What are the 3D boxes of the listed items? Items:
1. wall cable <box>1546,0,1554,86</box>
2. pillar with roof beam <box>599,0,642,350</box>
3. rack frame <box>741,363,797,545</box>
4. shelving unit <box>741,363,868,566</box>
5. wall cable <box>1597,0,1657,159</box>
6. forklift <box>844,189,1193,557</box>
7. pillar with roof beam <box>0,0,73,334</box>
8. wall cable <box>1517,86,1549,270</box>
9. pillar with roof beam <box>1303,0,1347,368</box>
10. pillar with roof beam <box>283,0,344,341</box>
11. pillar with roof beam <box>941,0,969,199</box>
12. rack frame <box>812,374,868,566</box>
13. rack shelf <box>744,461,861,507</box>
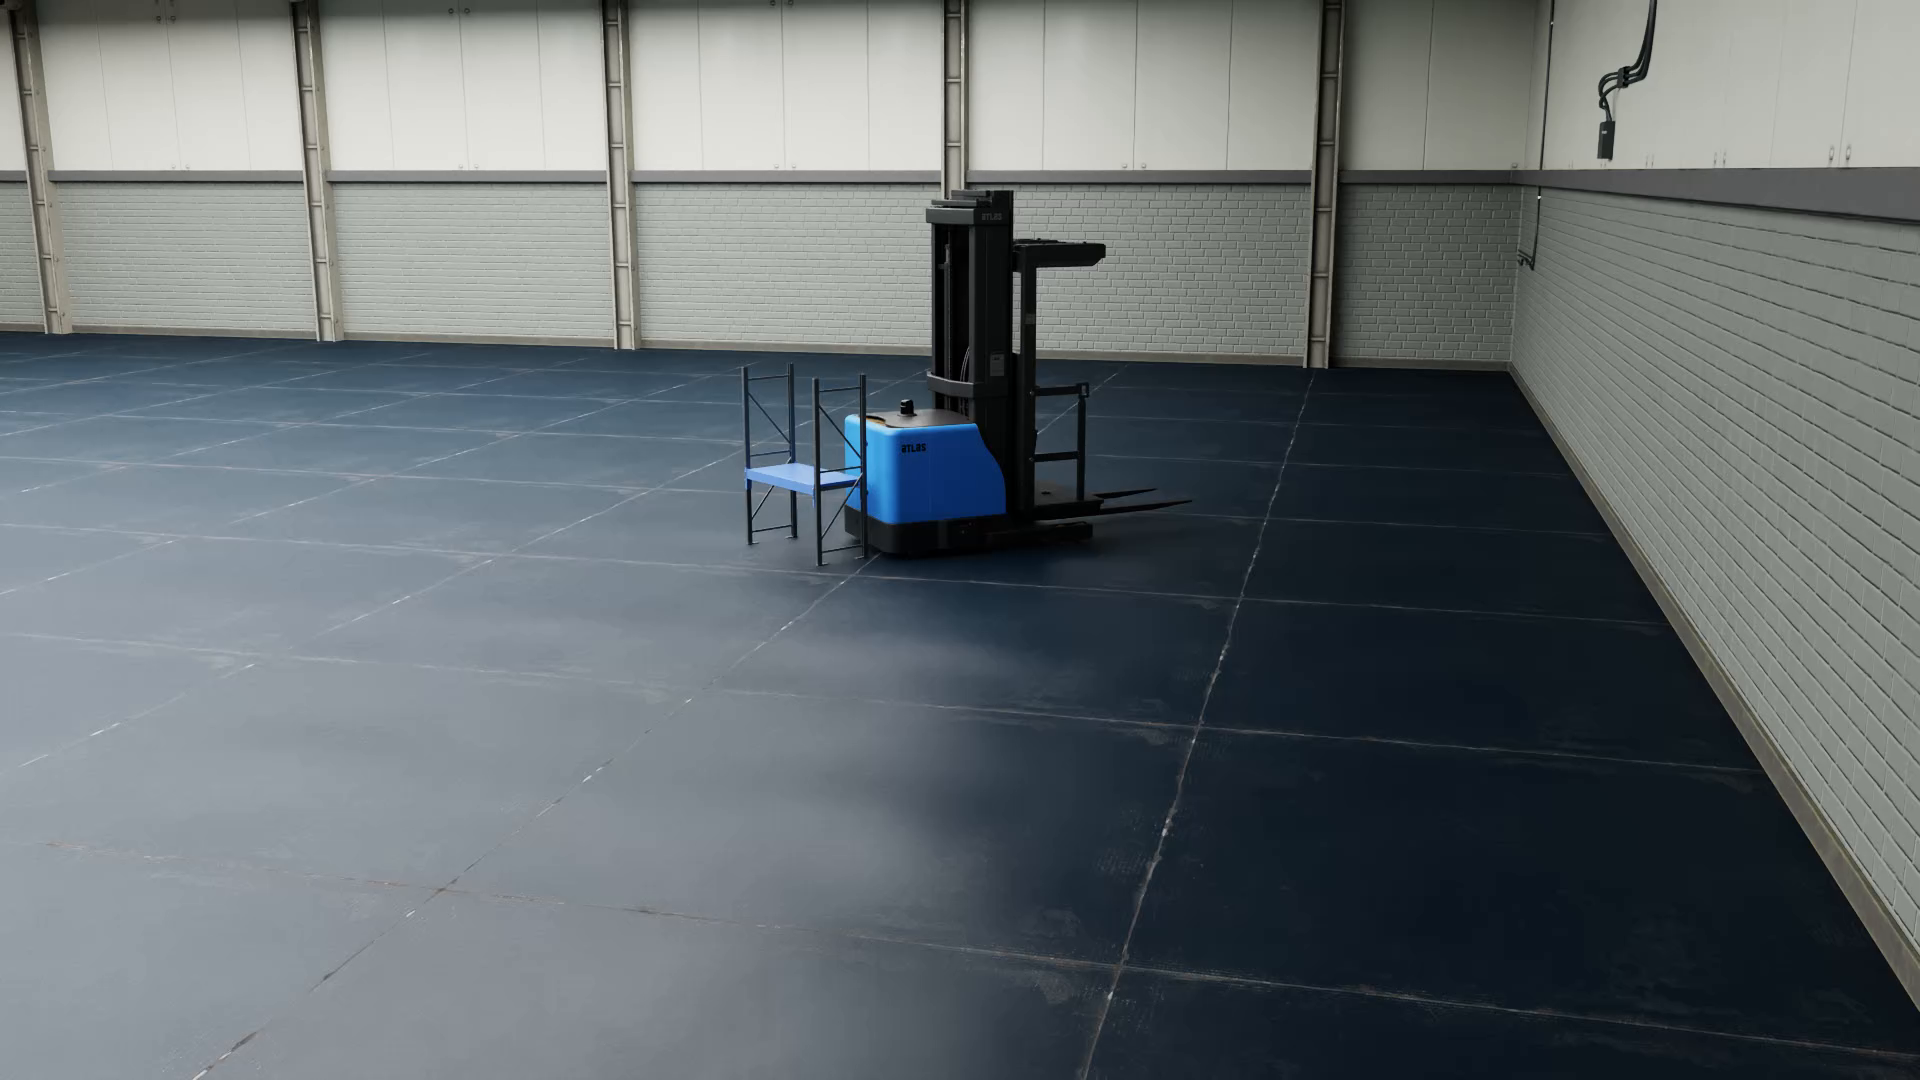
[{"bbox_3d":[7.637,-7.133,21.117,0.112,2.526,3.097,3,13,14],"label":"wall cable"},{"bbox_3d":[-6.940,-6.901,24.561,0.400,9.000,9.100,3,13,14],"label":"pillar with roof beam"},{"bbox_3d":[-1.607,-0.728,14.054,0.500,1.500,0.032,-10,16,-39],"label":"rack frame"},{"bbox_3d":[-1.281,-0.644,13.673,0.538,1.500,1.048,-10,16,-39],"label":"shelving unit"},{"bbox_3d":[5.995,-6.417,14.530,0.169,6.003,2.305,3,13,14],"label":"wall cable"},{"bbox_3d":[0.569,-1.490,14.181,3.031,2.935,1.130,-6,14,-25],"label":"forklift"},{"bbox_3d":[-18.591,-7.523,27.368,0.548,9.000,9.100,3,13,14],"label":"pillar with roof beam"},{"bbox_3d":[8.285,-5.236,24.229,0.112,2.526,3.097,3,13,14],"label":"wall cable"},{"bbox_3d":[4.710,-6.278,21.754,0.400,9.000,9.100,3,13,14],"label":"pillar with roof beam"},{"bbox_3d":[-12.766,-7.212,25.965,0.548,9.000,9.100,3,13,14],"label":"pillar with roof beam"},{"bbox_3d":[-1.115,-6.589,23.158,0.400,9.000,9.100,3,13,14],"label":"pillar with roof beam"},{"bbox_3d":[-0.955,-0.559,13.292,0.500,1.500,0.032,-10,16,-39],"label":"rack frame"},{"bbox_3d":[-1.281,-0.468,13.712,0.538,0.185,1.000,-10,16,-39],"label":"rack shelf"}]
